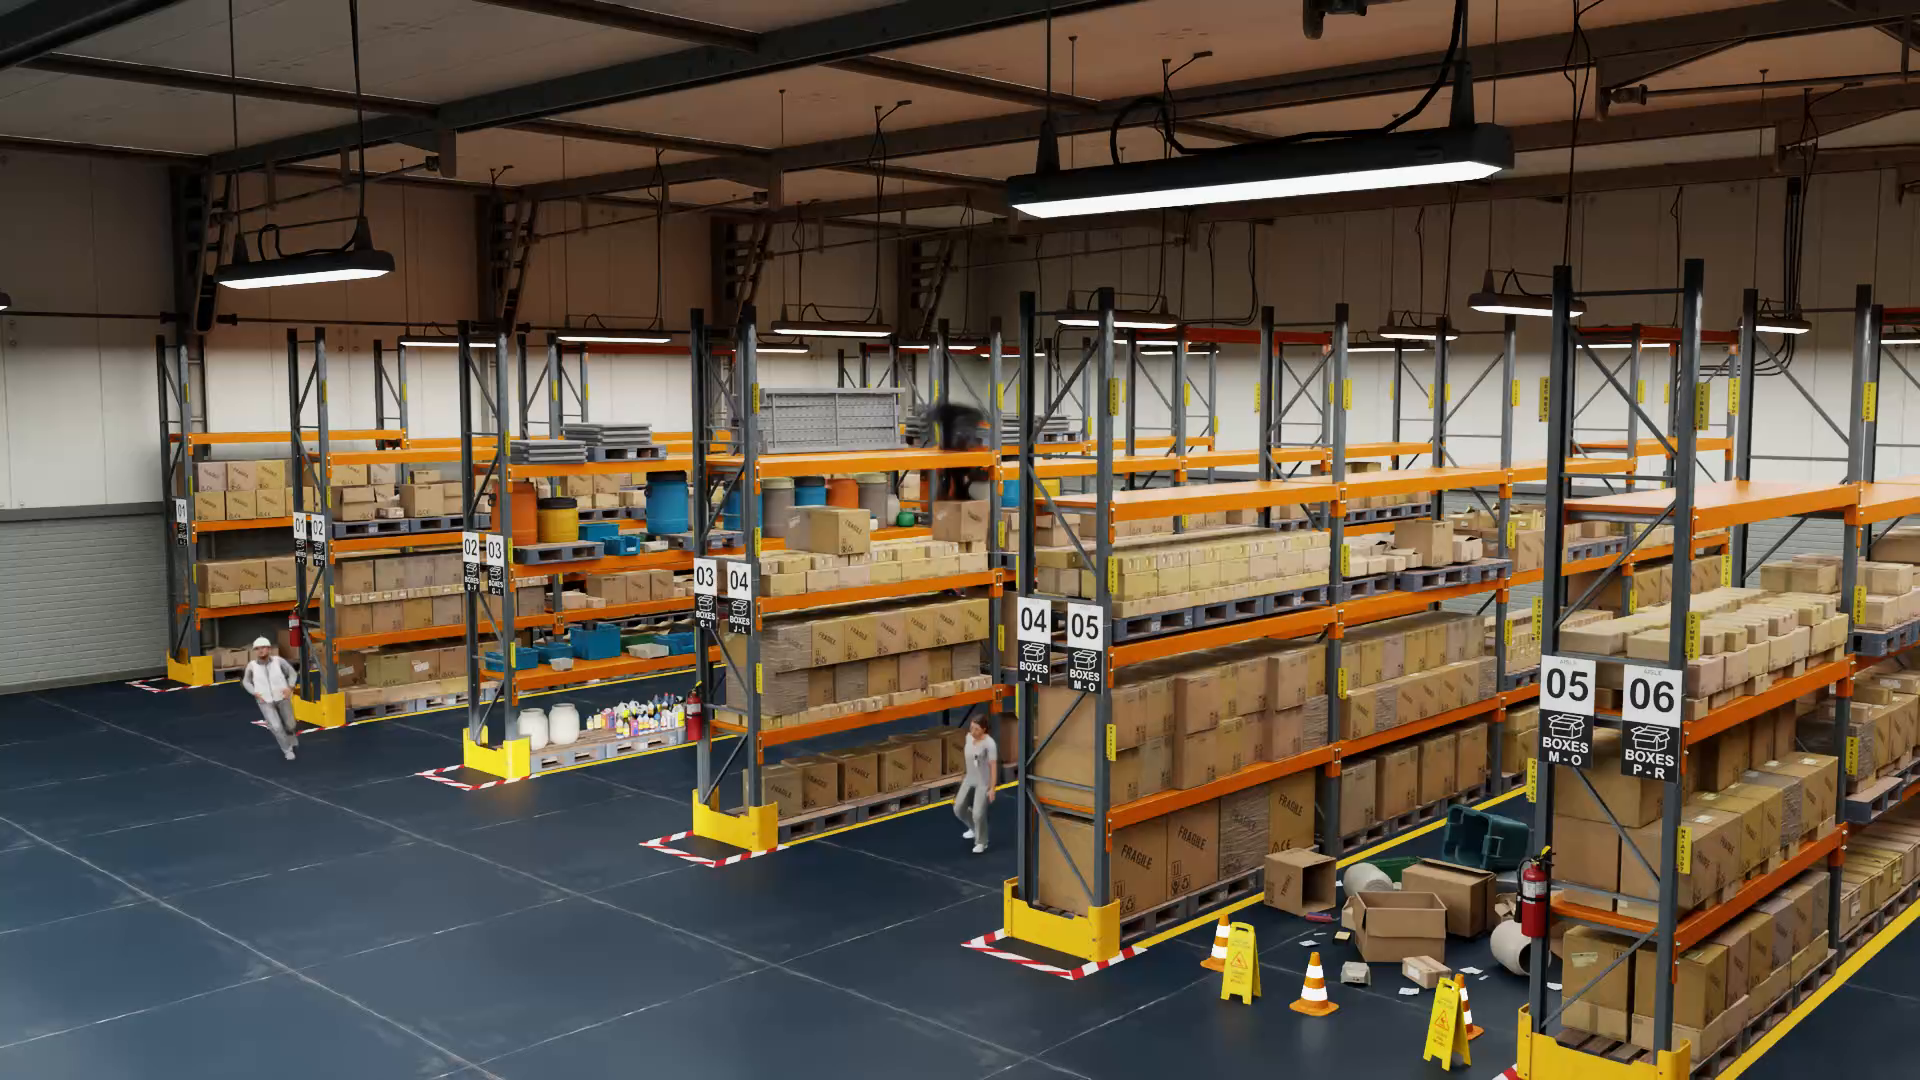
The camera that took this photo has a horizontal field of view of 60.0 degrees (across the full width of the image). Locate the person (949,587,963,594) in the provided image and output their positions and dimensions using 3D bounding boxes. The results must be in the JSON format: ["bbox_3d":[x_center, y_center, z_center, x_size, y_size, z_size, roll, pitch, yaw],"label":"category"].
[{"bbox_3d":[-0.082,1.153,33.262,0.638,1.800,0.812,5,7,40],"label":"person"}]

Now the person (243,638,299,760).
[{"bbox_3d":[-9.514,2.173,22.948,0.695,1.697,0.692,-2,6,-23],"label":"person"}]

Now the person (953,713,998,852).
[{"bbox_3d":[0.232,2.644,18.263,0.690,1.594,0.586,5,7,41],"label":"person"}]
